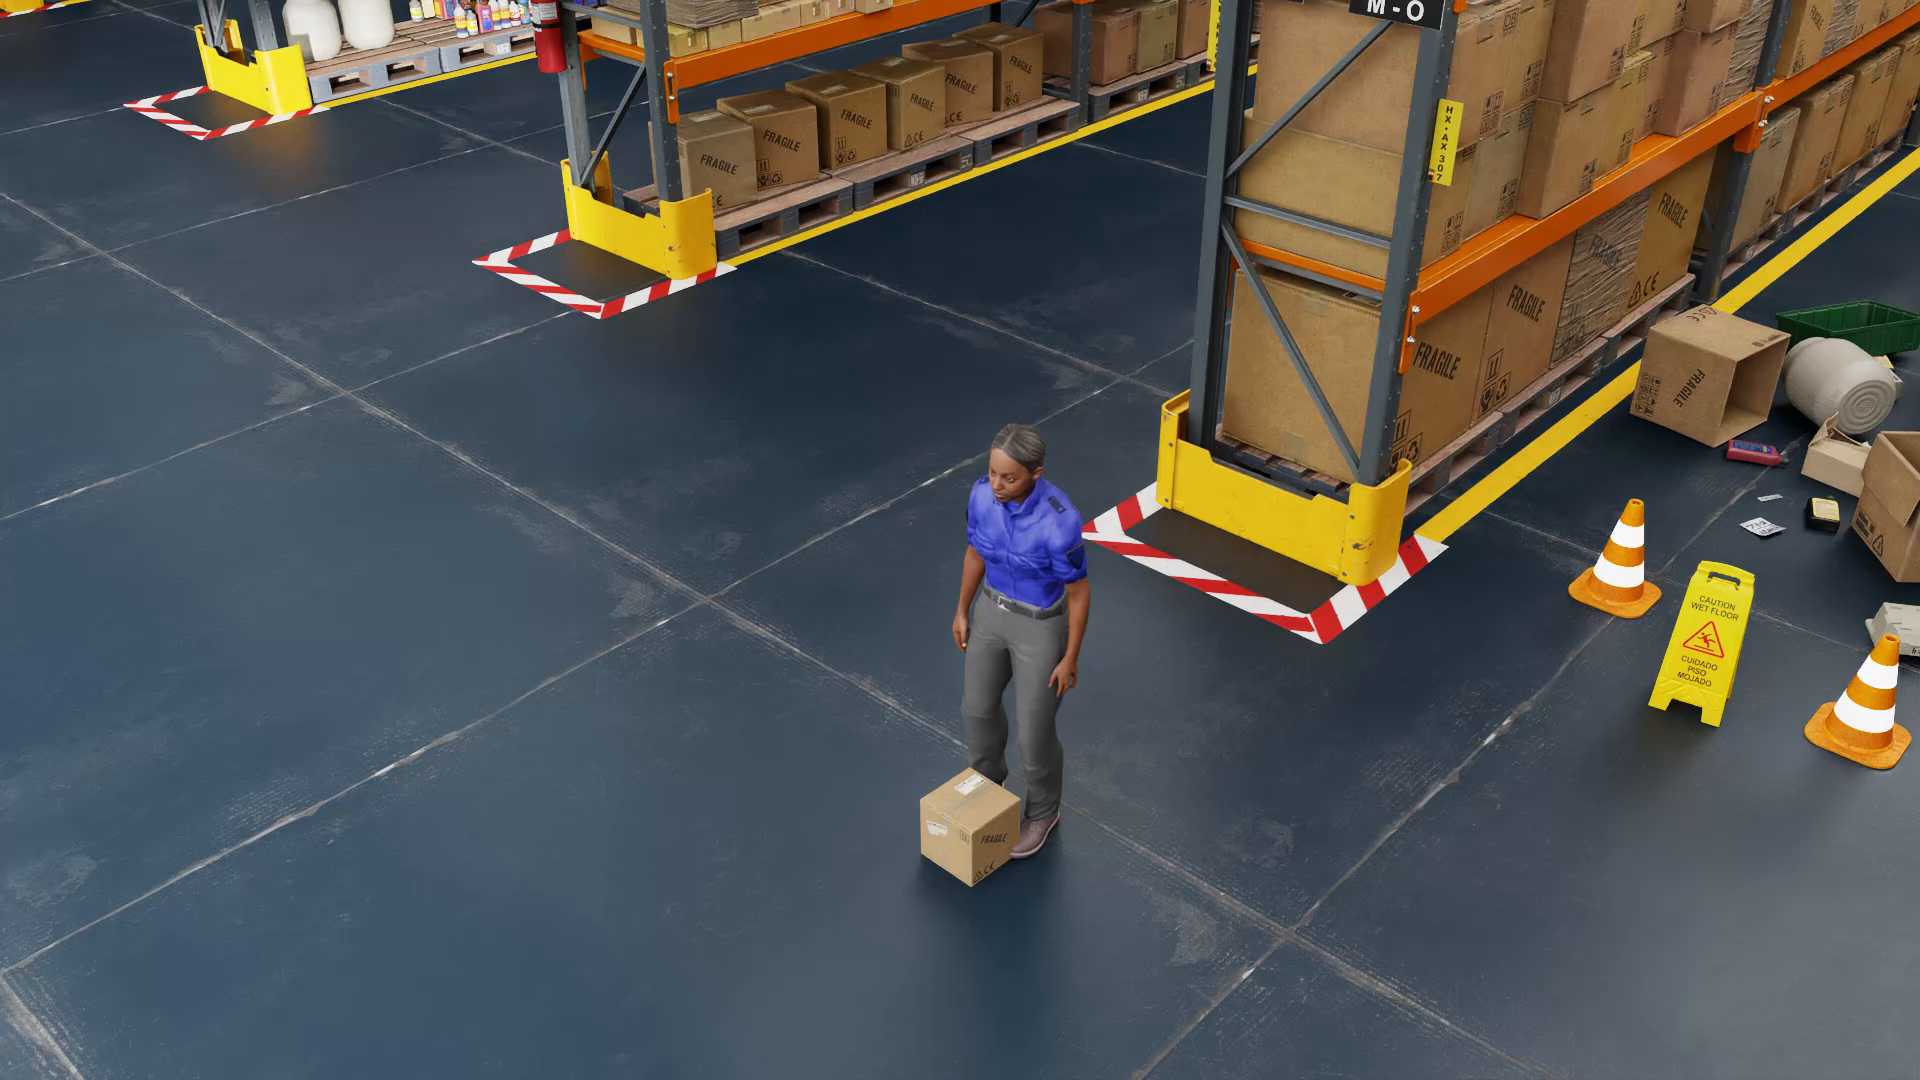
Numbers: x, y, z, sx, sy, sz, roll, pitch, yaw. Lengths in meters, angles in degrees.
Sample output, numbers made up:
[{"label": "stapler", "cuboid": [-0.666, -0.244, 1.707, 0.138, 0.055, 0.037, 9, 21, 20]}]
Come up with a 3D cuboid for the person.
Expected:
[{"label": "person", "cuboid": [0.187, 0.315, 5.625, 0.532, 1.655, 0.348, 23, 38, 32]}]
